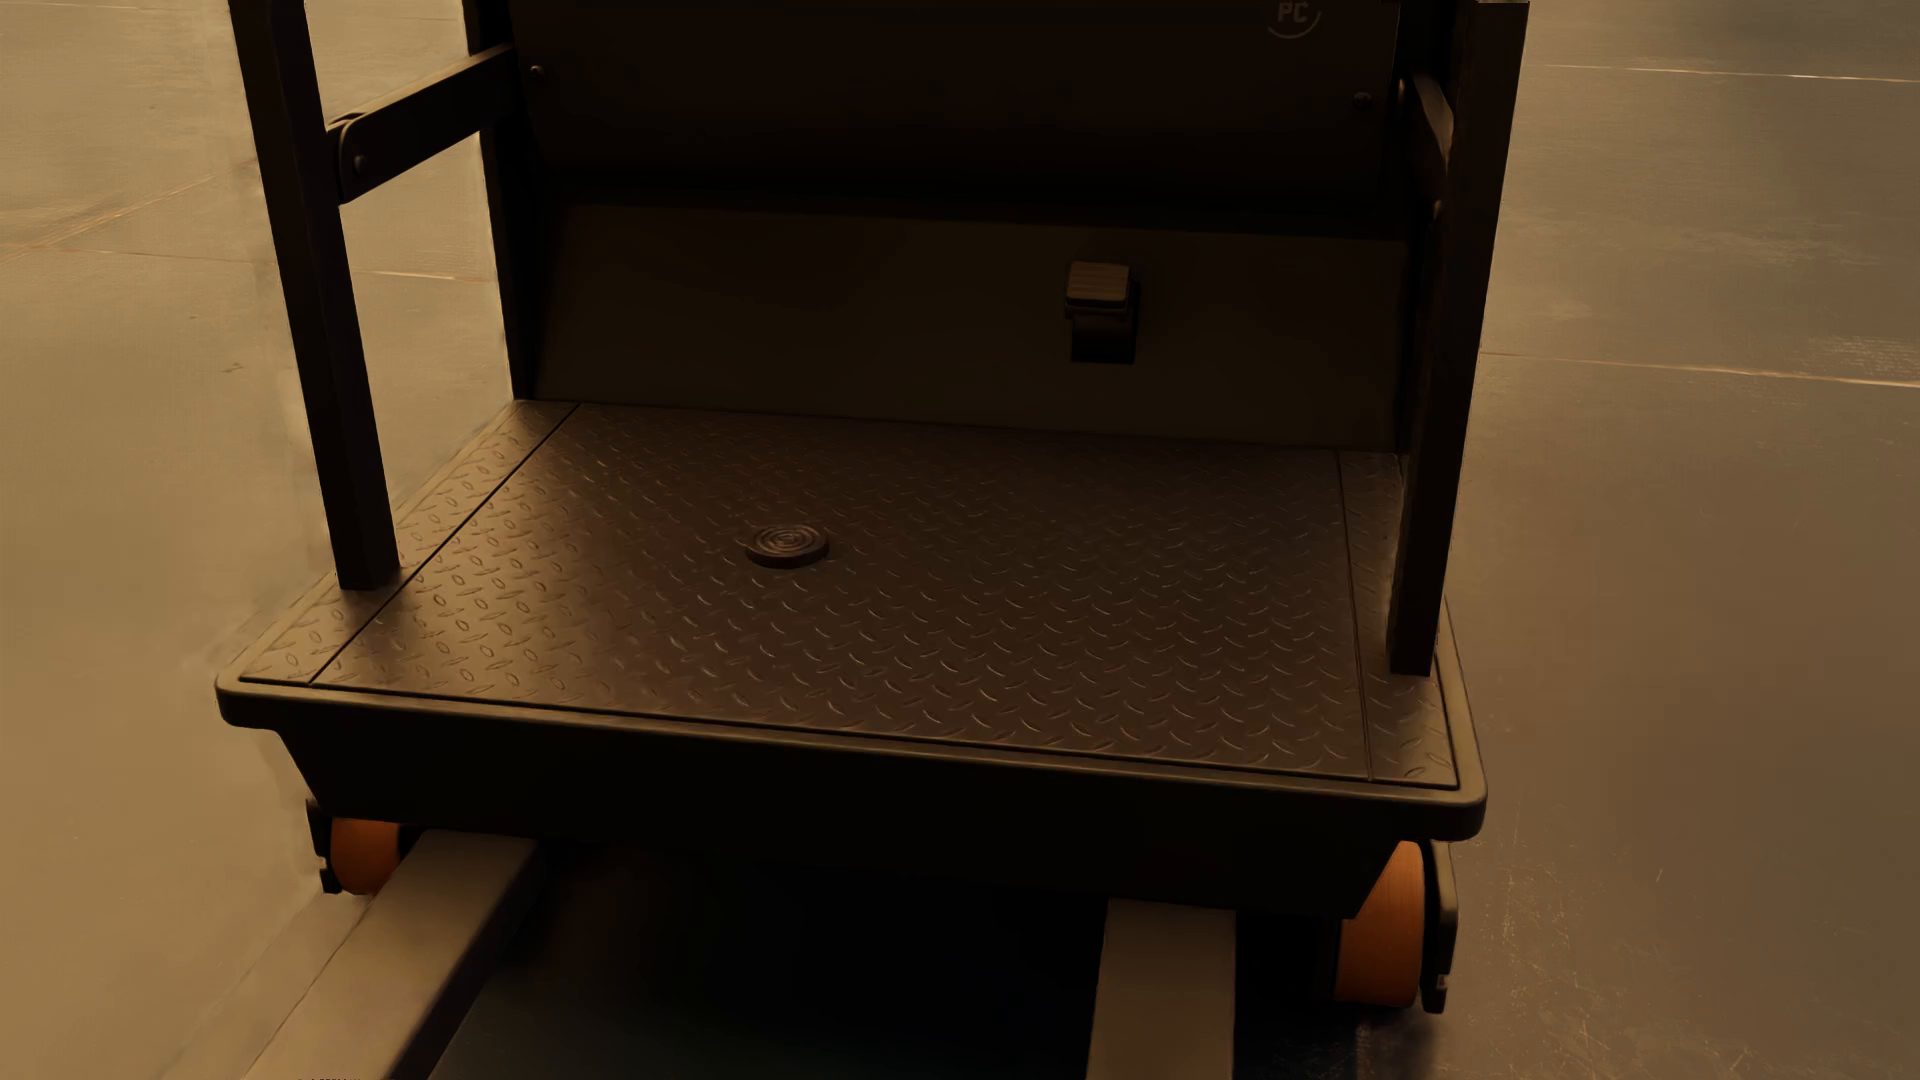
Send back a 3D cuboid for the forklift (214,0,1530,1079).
[{"bbox_3d":[-0.048,-1.032,1.292,1.130,2.935,3.031,4,27,8],"label":"forklift"}]
